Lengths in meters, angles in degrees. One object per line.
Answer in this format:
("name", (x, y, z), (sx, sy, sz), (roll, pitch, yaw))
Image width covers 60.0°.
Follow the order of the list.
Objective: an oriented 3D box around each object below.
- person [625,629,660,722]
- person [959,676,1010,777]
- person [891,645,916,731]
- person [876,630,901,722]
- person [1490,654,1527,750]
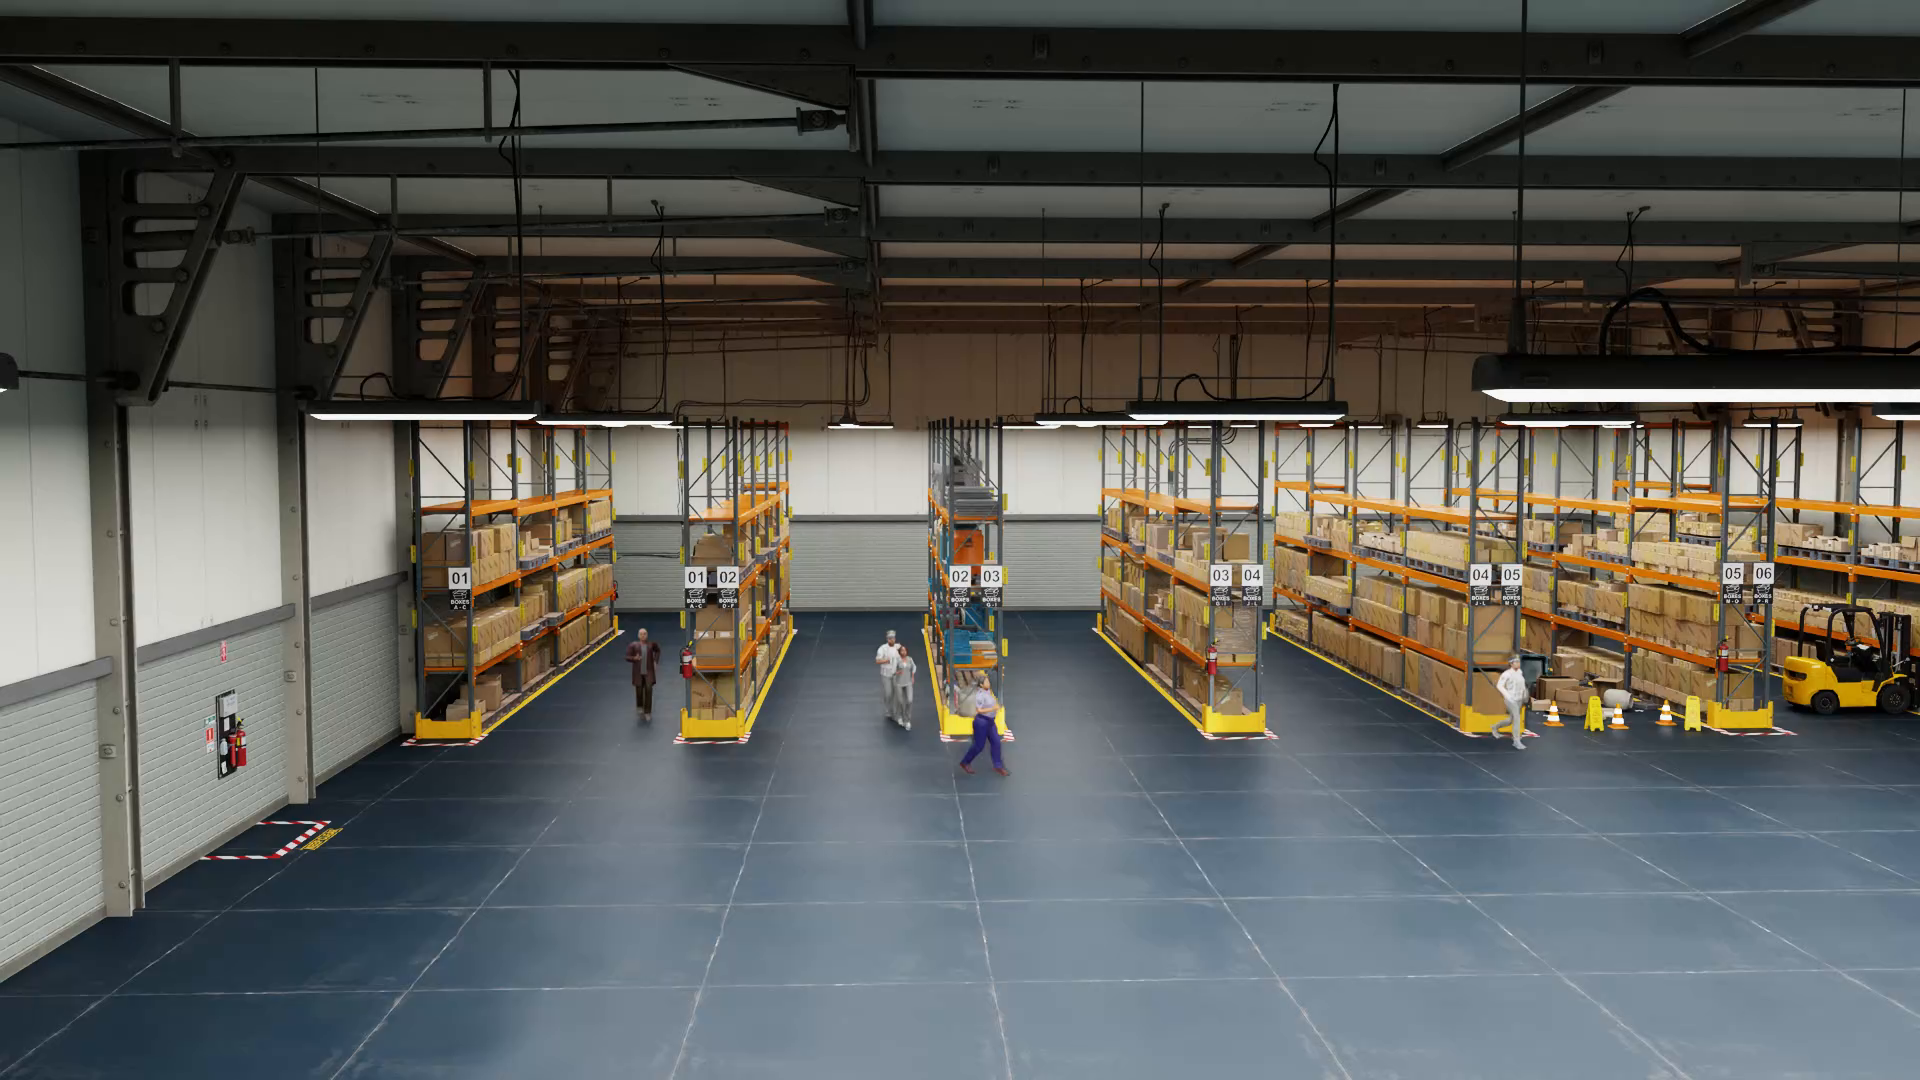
("person", (-6.276, 2.649, 32.964), (0.708, 1.784, 0.954), (-1, 4, -14))
("person", (0.405, 3.085, 27.540), (0.854, 1.654, 0.597), (2, 4, 24))
("person", (-1.080, 2.833, 32.001), (0.516, 1.642, 0.673), (-1, 4, -9))
("person", (-1.342, 2.700, 32.911), (0.640, 1.836, 0.727), (-1, 4, -10))
("person", (10.000, 2.905, 30.197), (0.634, 1.704, 0.801), (-2, 4, -33))
